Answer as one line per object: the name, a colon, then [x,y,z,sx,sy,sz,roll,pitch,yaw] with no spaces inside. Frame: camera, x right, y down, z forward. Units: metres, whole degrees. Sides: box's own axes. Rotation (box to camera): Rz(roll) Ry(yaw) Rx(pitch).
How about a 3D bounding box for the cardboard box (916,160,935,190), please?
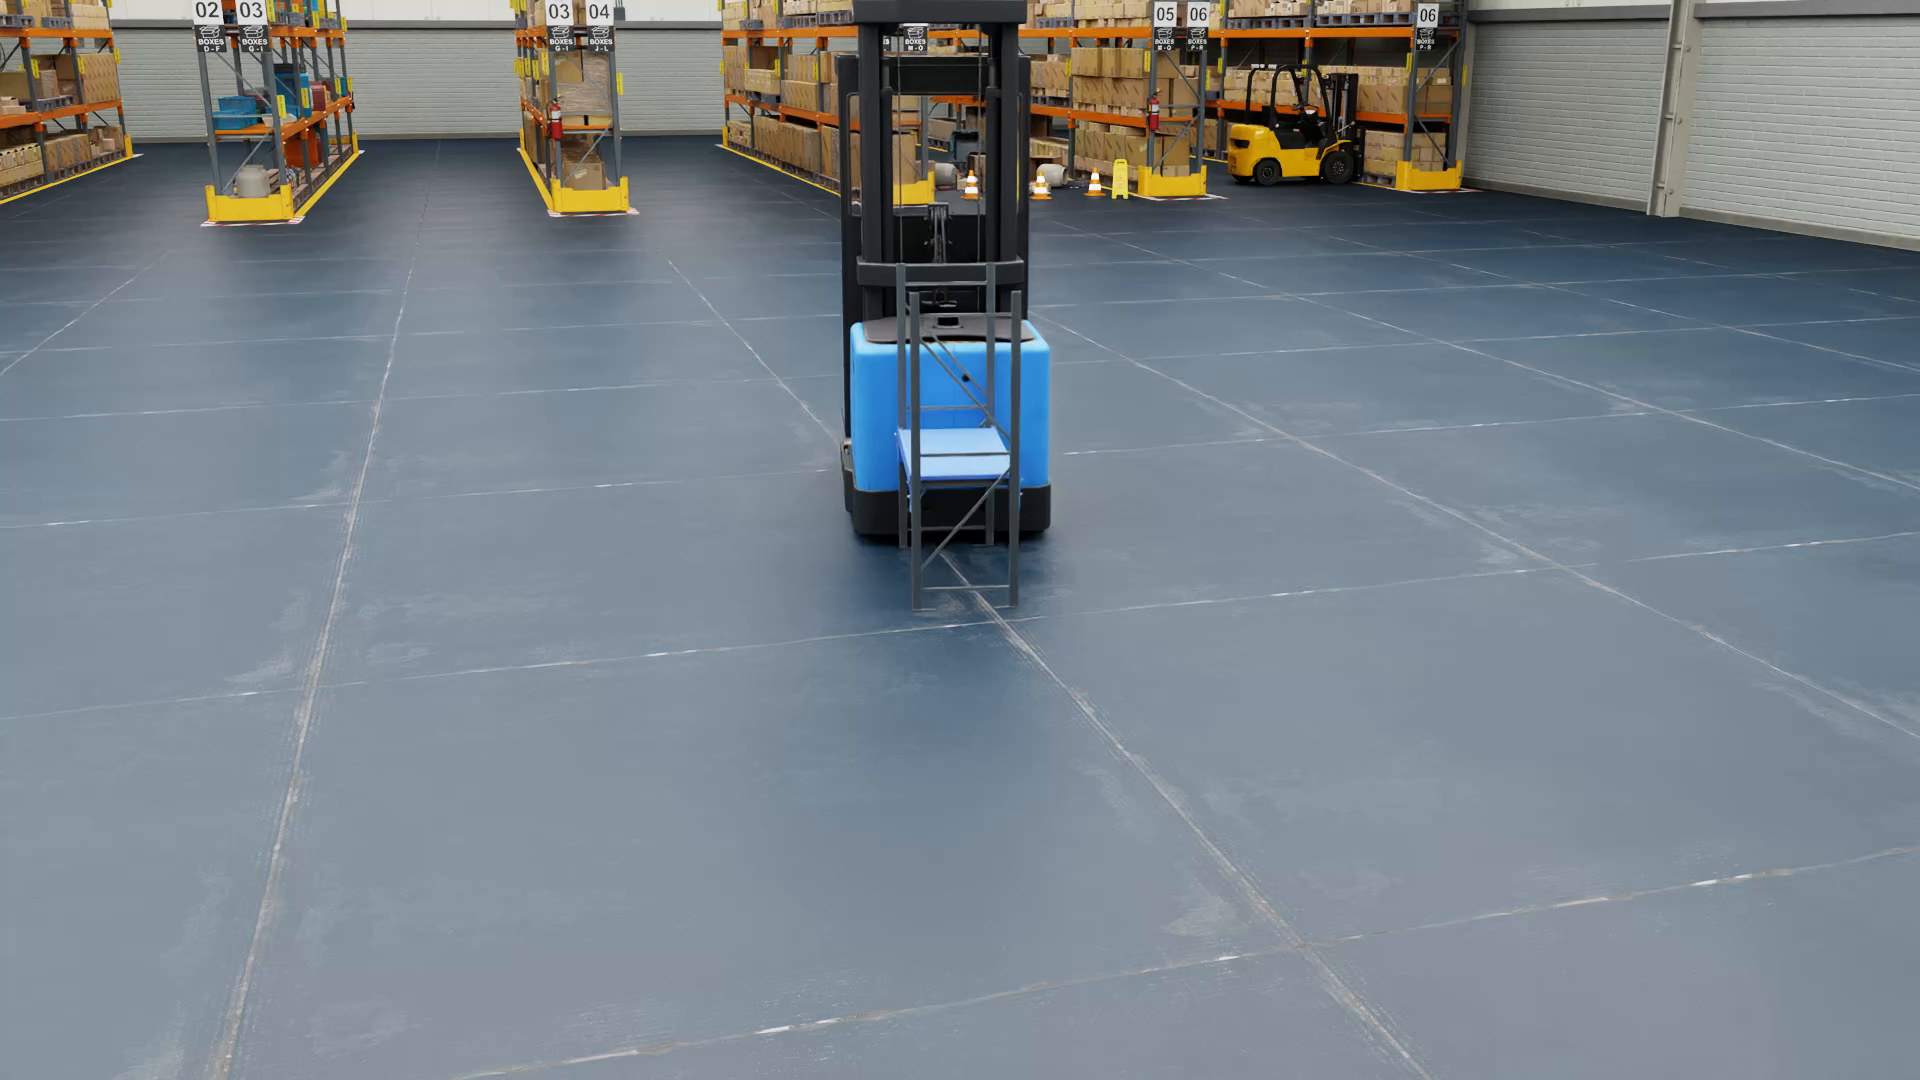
cardboard box: [-0.710,-6.566,29.939,0.500,0.500,0.500,-2,17,-6]

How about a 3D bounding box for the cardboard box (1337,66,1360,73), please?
cardboard box: [7.489,-9.029,31.977,0.380,0.149,0.250,-5,17,-16]

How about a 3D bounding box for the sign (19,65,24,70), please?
sign: [-19.165,-9.547,34.015,0.100,0.325,0.005,-5,17,-15]

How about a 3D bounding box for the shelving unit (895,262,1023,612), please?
shelving unit: [-0.023,-0.534,8.124,0.538,1.500,1.048,-2,17,-5]

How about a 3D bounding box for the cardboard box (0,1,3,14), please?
cardboard box: [-17.205,-9.372,29.255,0.500,0.250,0.500,-4,17,-14]

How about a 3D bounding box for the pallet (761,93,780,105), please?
pallet: [-3.521,-9.314,35.078,1.213,0.211,1.003,-5,17,-15]

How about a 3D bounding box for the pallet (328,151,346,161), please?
pallet: [-14.121,-8.433,36.658,1.003,0.211,1.213,-5,17,-15]

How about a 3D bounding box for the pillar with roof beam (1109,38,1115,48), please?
pillar with roof beam: [0.068,-15.593,45.219,9.100,9.000,0.400,-5,17,-15]

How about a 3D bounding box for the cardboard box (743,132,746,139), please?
cardboard box: [-4.891,-9.510,39.107,0.380,0.149,0.250,-5,18,-17]

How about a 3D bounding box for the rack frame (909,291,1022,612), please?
rack frame: [0.025,-0.389,7.639,0.500,1.500,0.032,-2,17,-5]

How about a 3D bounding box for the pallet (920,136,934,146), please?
pallet: [-0.395,-10.299,42.871,1.003,0.211,1.213,-5,17,-15]

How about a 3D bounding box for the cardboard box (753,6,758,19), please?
cardboard box: [-4.282,-11.659,36.761,0.500,0.311,0.500,-5,17,-16]

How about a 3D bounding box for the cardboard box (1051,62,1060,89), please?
cardboard box: [2.123,-9.168,32.839,0.500,0.500,0.500,-5,17,-15]

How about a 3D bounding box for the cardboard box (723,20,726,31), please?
cardboard box: [-5.544,-12.650,40.899,0.500,0.250,0.500,-4,17,-13]

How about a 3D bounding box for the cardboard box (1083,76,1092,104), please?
cardboard box: [2.621,-8.440,31.143,0.500,0.500,0.500,-5,17,-15]

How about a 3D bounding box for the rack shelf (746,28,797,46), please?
rack shelf: [-3.773,-10.862,35.936,1.077,0.370,4.000,-5,17,-15]

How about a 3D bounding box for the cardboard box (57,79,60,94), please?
cardboard box: [-19.029,-9.343,34.668,0.500,0.500,0.500,-4,17,-14]

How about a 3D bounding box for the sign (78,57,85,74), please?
sign: [-18.112,-9.777,34.272,0.100,0.325,0.005,-5,17,-15]

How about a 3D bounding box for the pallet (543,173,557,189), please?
pallet: [-7.136,-6.626,30.644,1.003,0.211,1.213,-5,17,-15]

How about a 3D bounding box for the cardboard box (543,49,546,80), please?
cardboard box: [-6.488,-7.718,27.004,0.500,0.500,0.500,-5,17,-15]

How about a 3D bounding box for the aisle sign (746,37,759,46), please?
aisle sign: [-5.153,-12.719,41.561,0.394,0.787,0.004,-5,17,-15]

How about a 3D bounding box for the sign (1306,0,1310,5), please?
sign: [6.860,-10.713,32.742,0.100,0.325,0.005,-5,17,-15]

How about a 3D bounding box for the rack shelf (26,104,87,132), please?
rack shelf: [-18.095,-8.279,32.551,1.077,0.370,4.000,-5,17,-15]

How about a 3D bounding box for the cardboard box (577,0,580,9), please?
cardboard box: [-5.841,-8.430,26.155,0.380,0.149,0.250,-5,17,-16]

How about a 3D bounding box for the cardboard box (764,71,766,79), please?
cardboard box: [-3.937,-9.824,35.116,0.380,0.149,0.250,-4,17,-14]

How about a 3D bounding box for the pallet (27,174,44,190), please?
pallet: [-17.357,-6.504,30.239,1.003,0.211,1.213,-5,17,-15]

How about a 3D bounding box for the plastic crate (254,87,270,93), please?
plastic crate: [-12.632,-8.021,30.329,0.402,0.464,0.583,-5,17,-15]

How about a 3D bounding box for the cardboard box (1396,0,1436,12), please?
cardboard box: [8.123,-9.654,29.584,0.500,0.500,0.500,-4,17,-13]

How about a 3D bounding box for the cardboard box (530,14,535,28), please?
cardboard box: [-7.844,-9.784,31.357,0.500,0.250,0.500,-4,17,-14]

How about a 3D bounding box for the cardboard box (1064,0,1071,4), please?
cardboard box: [2.326,-10.486,32.093,0.500,0.250,0.500,-4,17,-14]

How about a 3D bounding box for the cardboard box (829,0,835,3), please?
cardboard box: [-1.979,-9.431,28.759,0.500,0.250,0.500,-5,17,-16]

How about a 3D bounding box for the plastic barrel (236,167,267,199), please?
plastic barrel: [-10.838,-5.434,25.423,0.421,0.512,0.421,0,17,0]

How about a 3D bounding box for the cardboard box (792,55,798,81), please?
cardboard box: [-2.969,-9.479,33.383,0.700,0.500,0.500,-5,17,-16]

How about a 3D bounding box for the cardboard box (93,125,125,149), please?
cardboard box: [-19.358,-9.166,37.833,0.500,0.500,0.500,-5,17,-15]

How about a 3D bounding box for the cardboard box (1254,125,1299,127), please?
cardboard box: [6.811,-8.554,35.612,0.875,0.625,0.625,-5,18,-18]

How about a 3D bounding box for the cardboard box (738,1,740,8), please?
cardboard box: [-4.965,-12.471,38.741,0.380,0.149,0.250,-5,18,-17]

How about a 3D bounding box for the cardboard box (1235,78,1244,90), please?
cardboard box: [6.304,-9.917,36.144,0.500,0.250,0.500,-4,17,-14]

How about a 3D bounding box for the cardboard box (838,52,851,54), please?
cardboard box: [-1.623,-8.146,28.718,0.875,0.550,0.500,-5,17,-15]

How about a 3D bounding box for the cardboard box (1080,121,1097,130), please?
cardboard box: [2.487,-7.860,31.524,0.380,0.149,0.250,-4,17,-14]

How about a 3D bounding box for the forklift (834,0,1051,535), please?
forklift: [-0.169,-1.805,9.867,1.130,2.935,3.031,-2,17,-5]

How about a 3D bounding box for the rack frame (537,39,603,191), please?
rack frame: [-6.920,-7.746,29.527,1.000,3.000,0.127,-5,17,-15]

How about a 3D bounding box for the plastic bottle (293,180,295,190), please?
plastic bottle: [-10.987,-5.852,27.319,0.097,0.201,0.097,0,17,0]

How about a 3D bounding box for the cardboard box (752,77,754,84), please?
cardboard box: [-4.363,-10.112,36.592,0.380,0.149,0.250,-4,17,-13]

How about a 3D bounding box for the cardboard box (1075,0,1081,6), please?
cardboard box: [2.381,-10.115,31.249,0.380,0.149,0.250,-5,17,-16]

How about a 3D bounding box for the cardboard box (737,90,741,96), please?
cardboard box: [-5.125,-10.690,39.764,0.380,0.149,0.250,-4,17,-14]

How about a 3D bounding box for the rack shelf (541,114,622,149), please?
rack shelf: [-6.371,-6.849,27.788,1.077,0.370,4.000,-5,17,-15]

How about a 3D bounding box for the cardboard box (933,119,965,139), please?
cardboard box: [-0.153,-10.396,42.071,0.875,0.438,0.875,-4,17,-14]

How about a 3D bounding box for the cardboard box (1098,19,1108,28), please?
cardboard box: [2.728,-9.377,30.178,0.380,0.149,0.250,-5,17,-16]

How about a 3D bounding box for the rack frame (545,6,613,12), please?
rack frame: [-5.821,-9.513,24.980,1.000,3.000,0.127,-5,17,-15]

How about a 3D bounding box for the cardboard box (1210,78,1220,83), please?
cardboard box: [5.679,-10.425,37.976,0.500,0.250,0.500,-6,18,-18]

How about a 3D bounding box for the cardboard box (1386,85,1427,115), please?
cardboard box: [8.091,-7.980,30.131,0.500,0.500,0.500,-5,17,-16]

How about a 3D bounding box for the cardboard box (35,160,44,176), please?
cardboard box: [-17.167,-6.829,30.521,0.500,0.250,0.500,-4,17,-14]

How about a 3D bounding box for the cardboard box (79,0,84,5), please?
cardboard box: [-18.960,-11.559,35.094,0.700,0.500,0.500,-5,17,-15]
